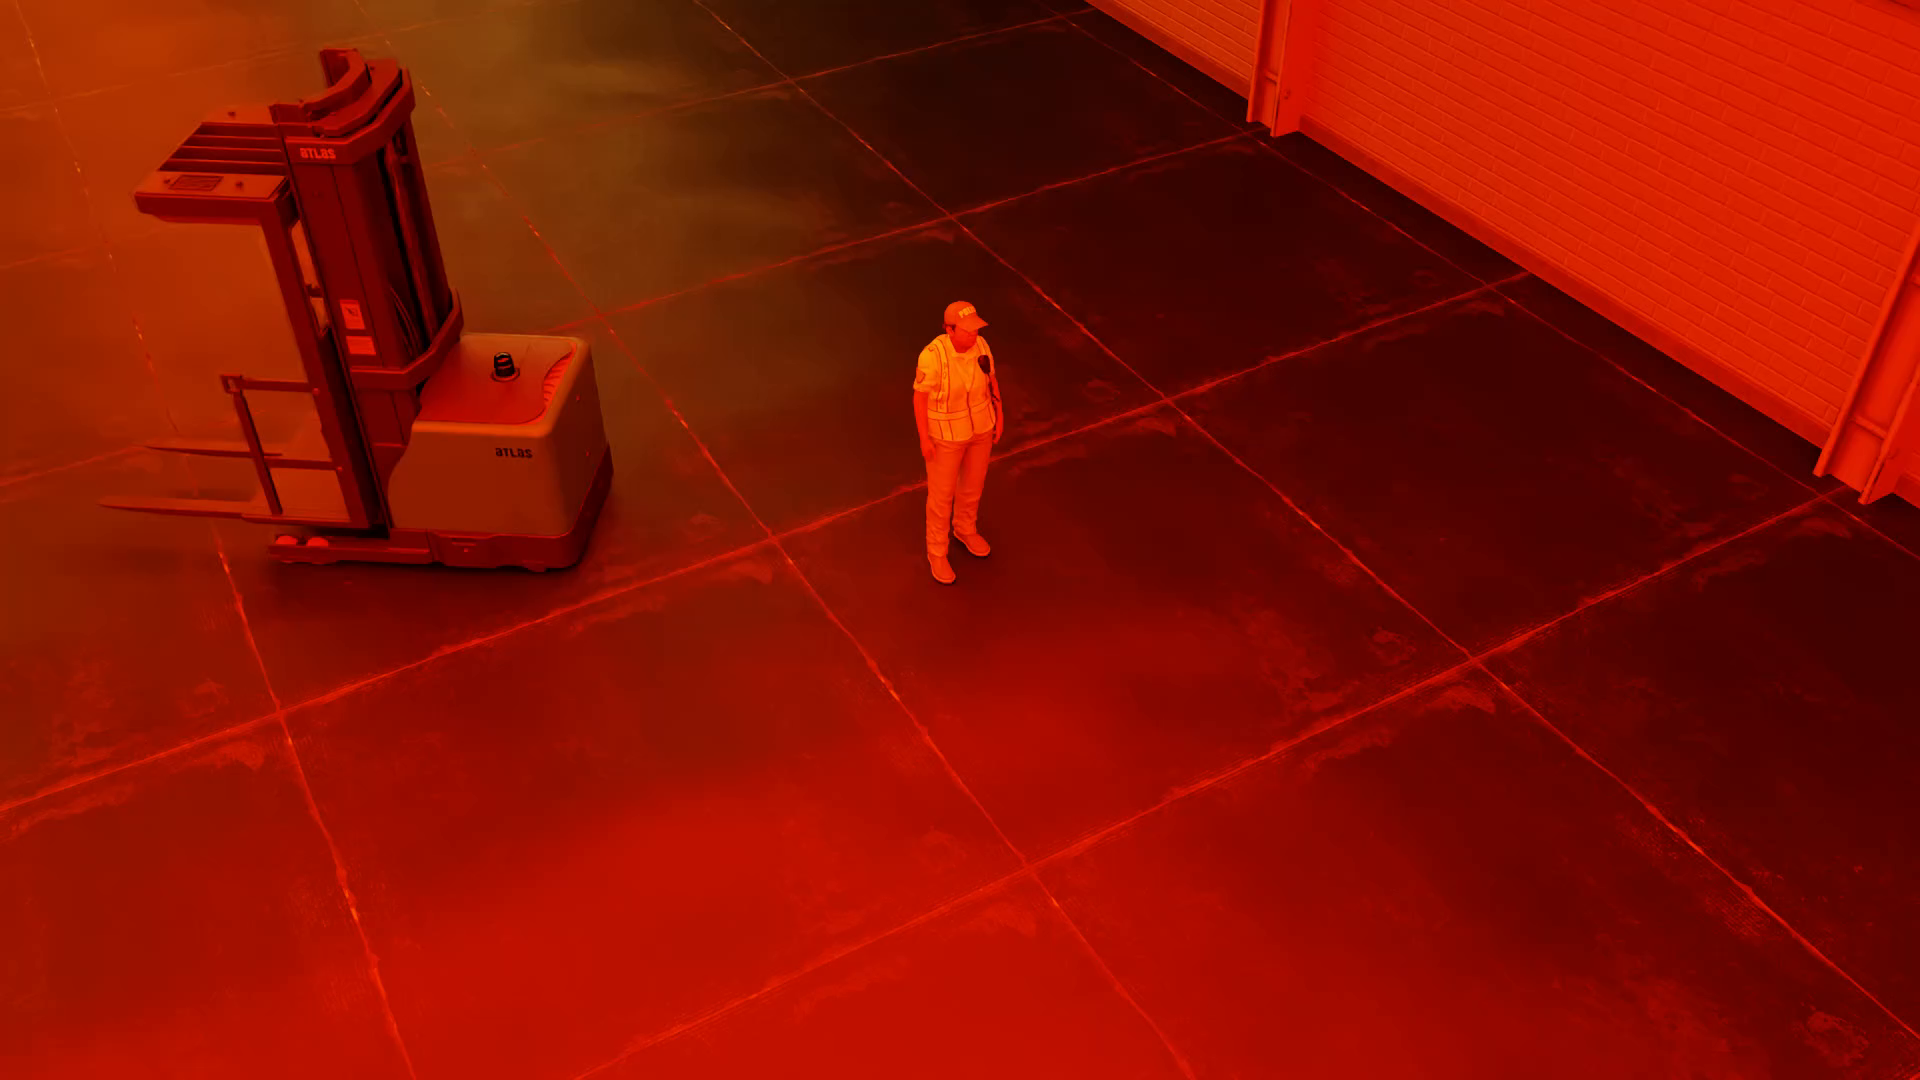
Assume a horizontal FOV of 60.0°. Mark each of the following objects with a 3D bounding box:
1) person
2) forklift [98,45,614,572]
[{"bbox_3d":[0.019,-0.598,9.736,0.599,1.670,0.529,-20,44,-23],"label":"person"},{"bbox_3d":[-3.782,-1.311,9.617,3.031,2.935,1.130,3,40,4],"label":"forklift"}]
